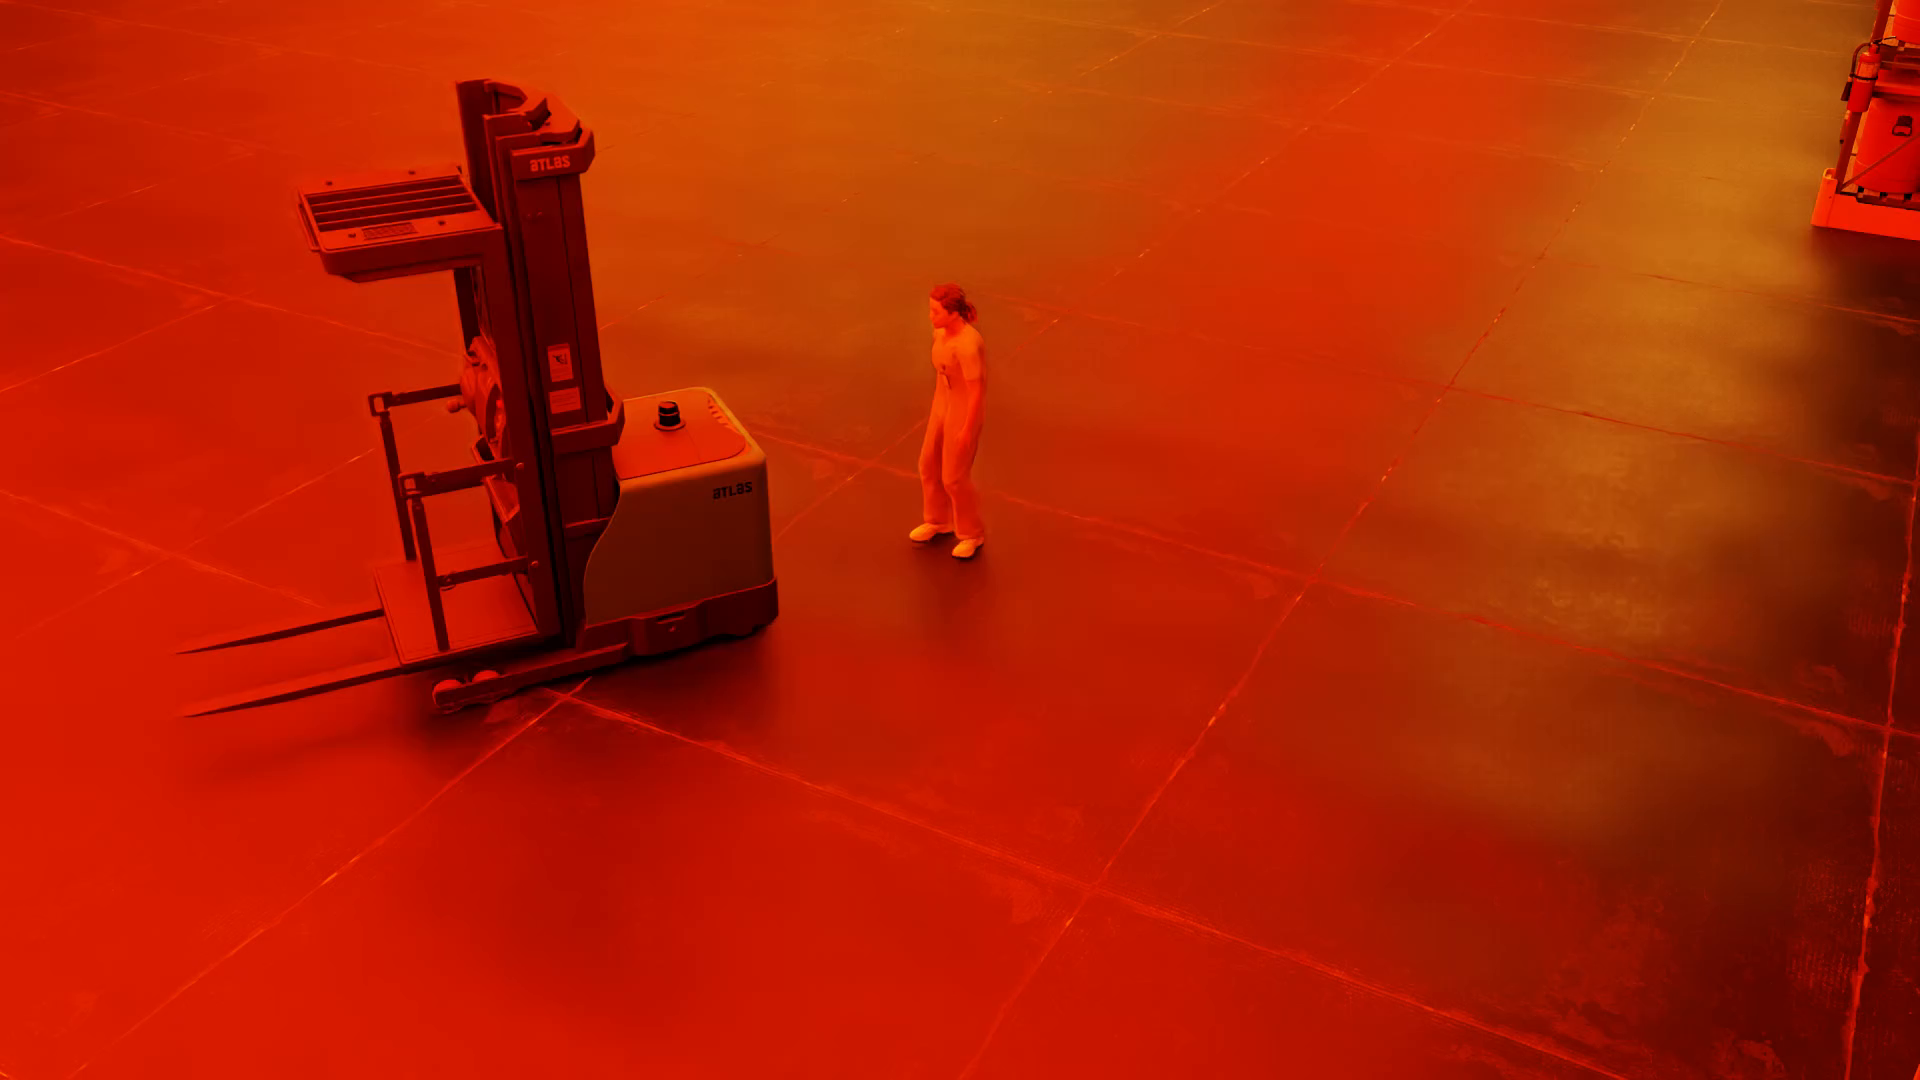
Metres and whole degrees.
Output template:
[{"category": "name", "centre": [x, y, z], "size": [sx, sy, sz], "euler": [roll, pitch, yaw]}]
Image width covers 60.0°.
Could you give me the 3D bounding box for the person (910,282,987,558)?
[{"category": "person", "centre": [-0.059, -0.696, 9.548], "size": [0.422, 1.665, 0.503], "euler": [-12, 32, -20]}]

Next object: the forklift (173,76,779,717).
[{"category": "forklift", "centre": [-2.556, -0.691, 8.268], "size": [3.031, 2.935, 1.130], "euler": [-13, 33, -22]}]
